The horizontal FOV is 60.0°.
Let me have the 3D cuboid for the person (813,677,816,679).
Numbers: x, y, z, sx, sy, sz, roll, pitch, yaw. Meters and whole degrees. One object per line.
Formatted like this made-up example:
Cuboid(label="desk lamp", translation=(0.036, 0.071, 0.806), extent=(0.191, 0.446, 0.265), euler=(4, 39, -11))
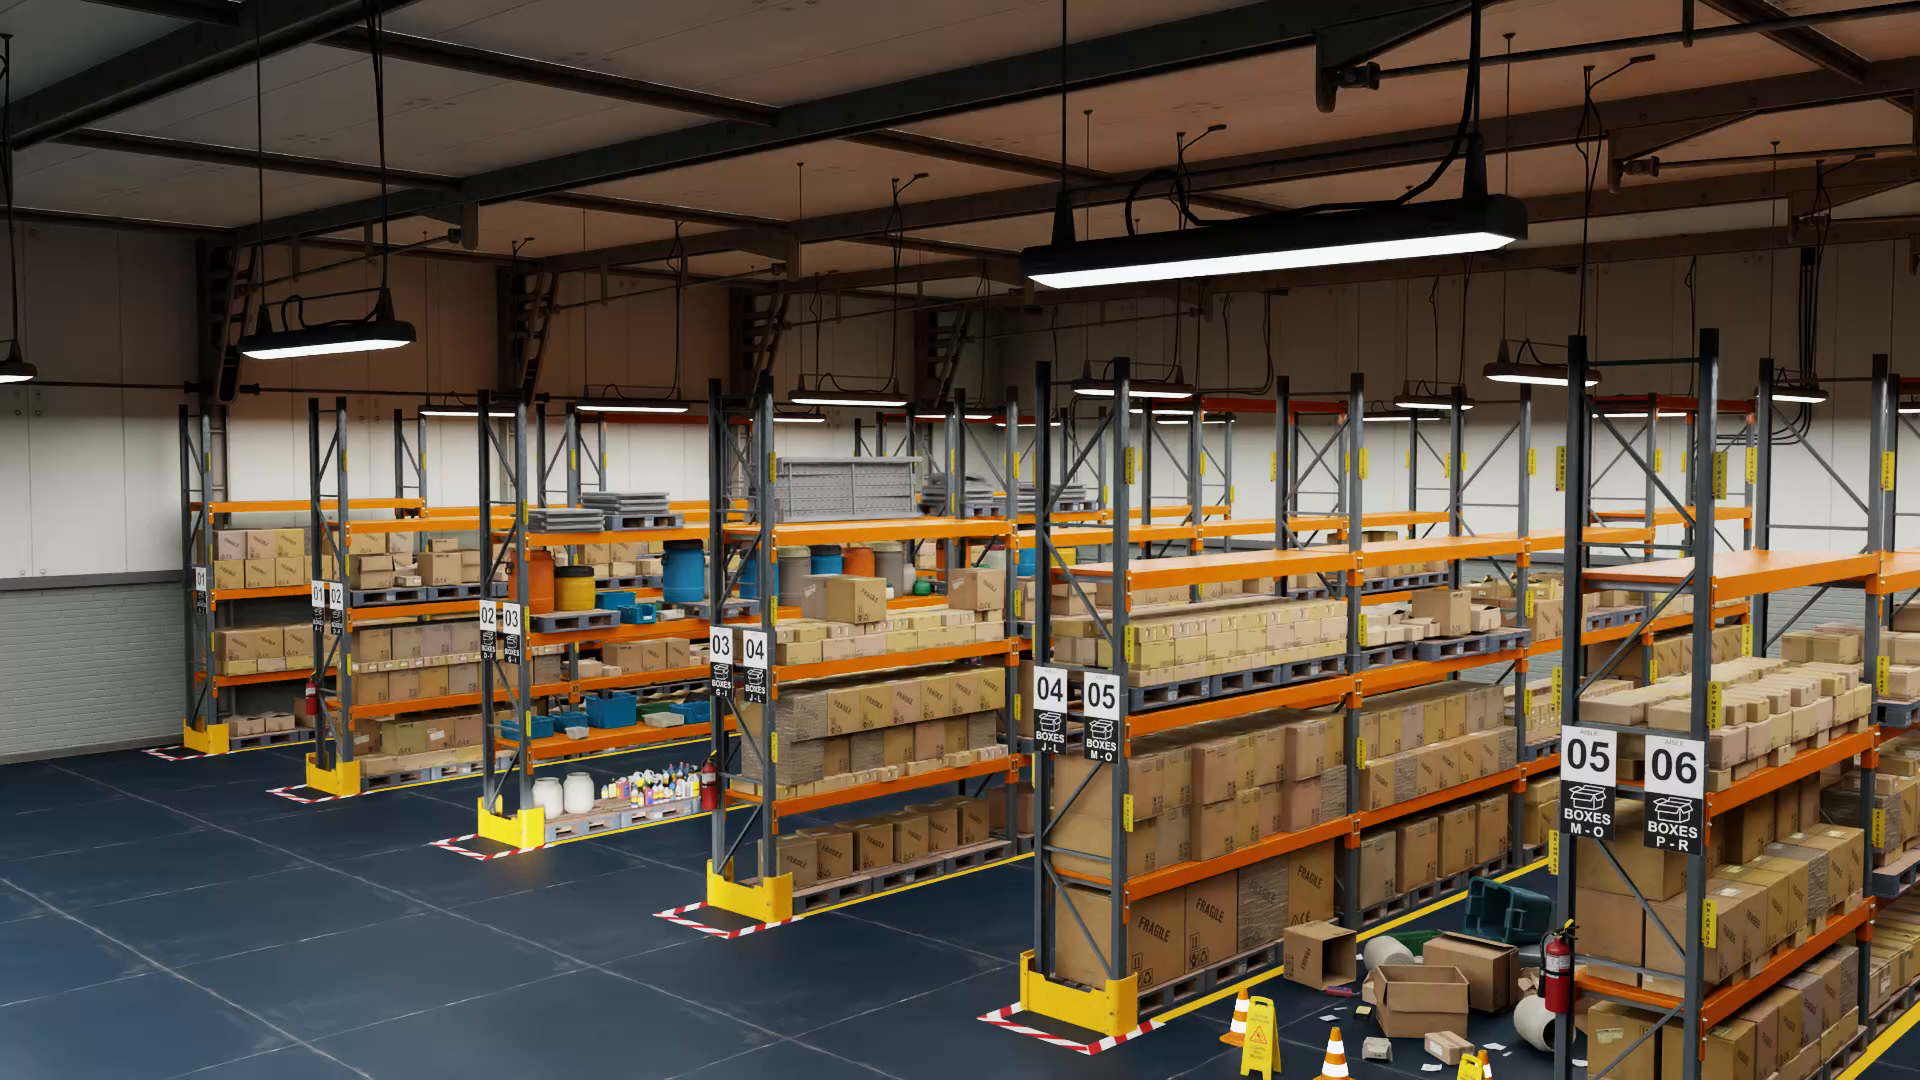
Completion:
Cuboid(label="person", translation=(-2.514, 2.914, 26.989), extent=(1.049, 1.617, 0.514), euler=(-1, 3, -11))
